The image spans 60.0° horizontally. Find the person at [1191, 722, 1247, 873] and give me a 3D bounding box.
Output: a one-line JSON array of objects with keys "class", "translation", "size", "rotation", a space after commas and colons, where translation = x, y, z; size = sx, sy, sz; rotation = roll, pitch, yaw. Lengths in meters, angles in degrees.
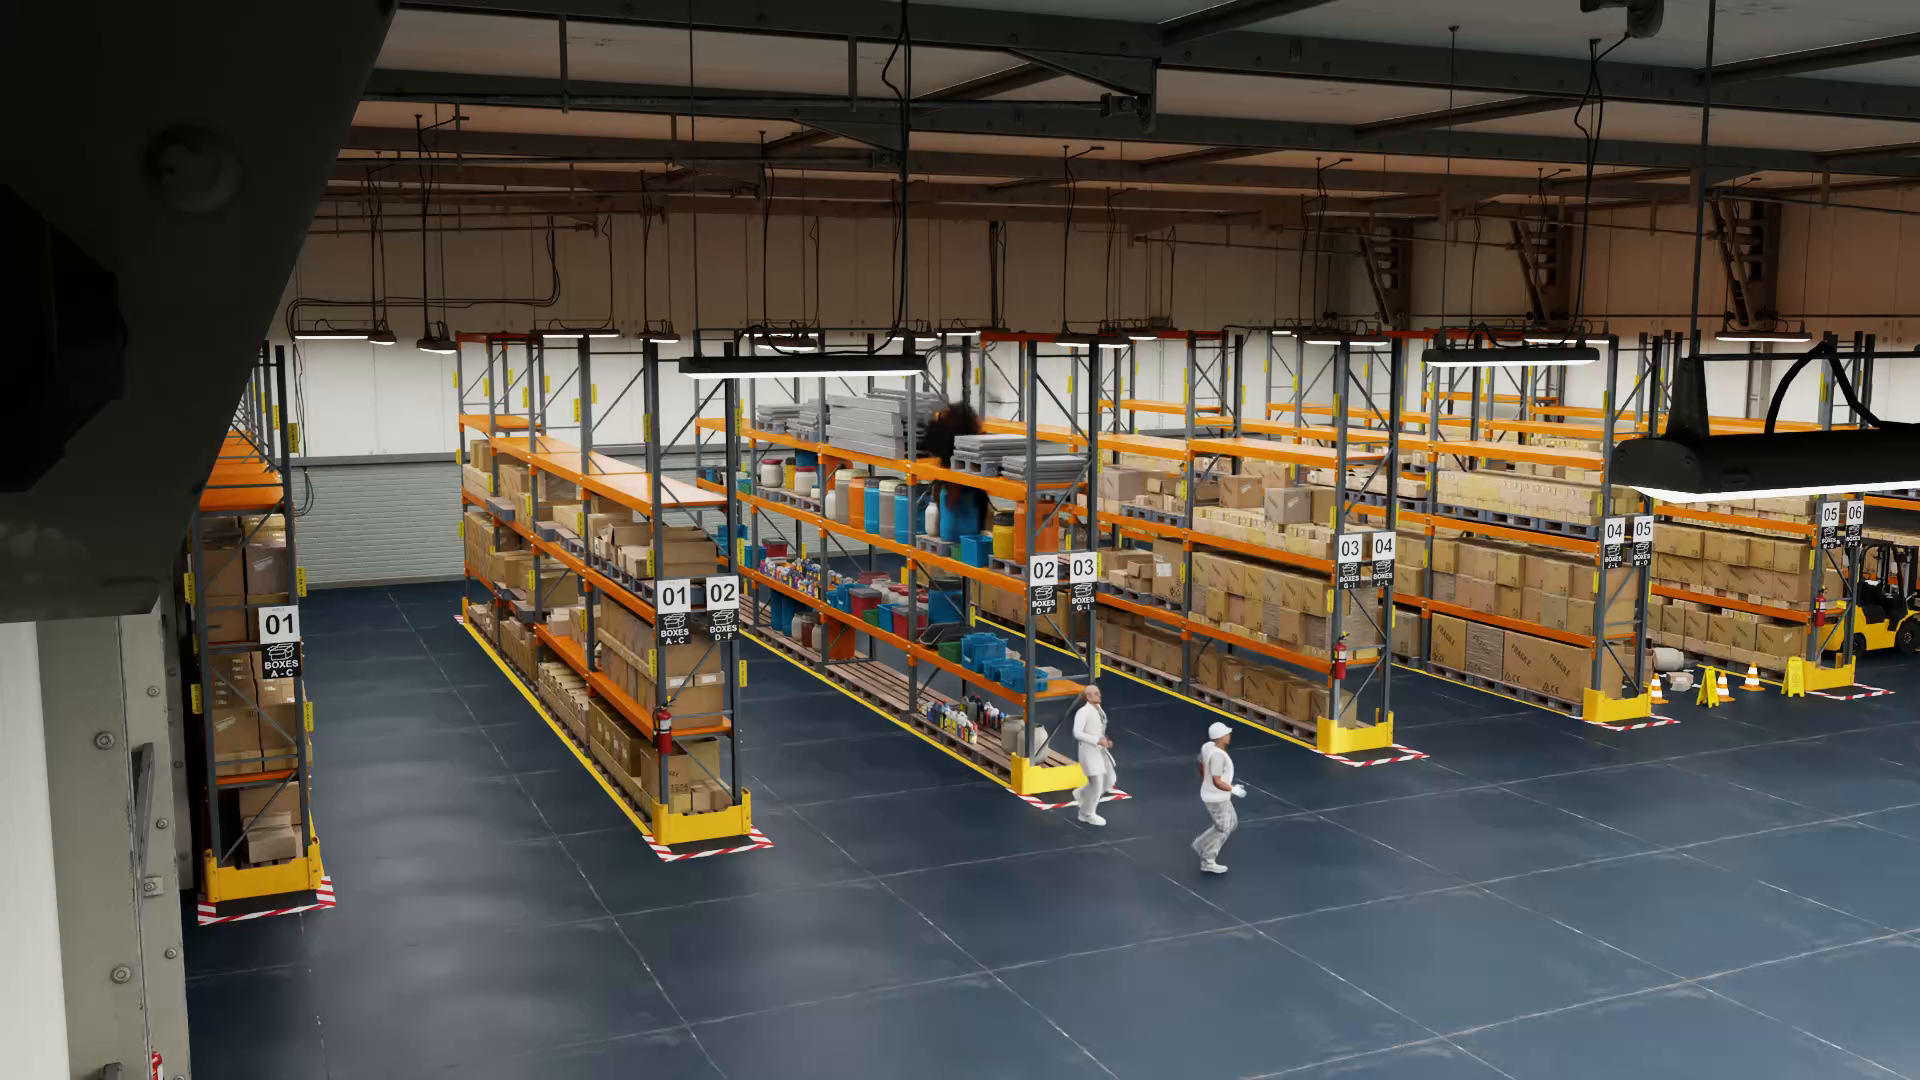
[{"class": "person", "translation": [2.943, 2.927, 18.899], "size": [0.585, 1.741, 0.683], "rotation": [0, 8, 2]}]

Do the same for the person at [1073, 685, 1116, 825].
[{"class": "person", "translation": [1.692, 2.682, 20.805], "size": [0.632, 1.748, 0.742], "rotation": [5, 9, 31]}]

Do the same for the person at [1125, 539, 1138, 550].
[{"class": "person", "translation": [4.329, -0.117, 41.885], "size": [0.503, 1.620, 0.638], "rotation": [4, 9, 30]}]
